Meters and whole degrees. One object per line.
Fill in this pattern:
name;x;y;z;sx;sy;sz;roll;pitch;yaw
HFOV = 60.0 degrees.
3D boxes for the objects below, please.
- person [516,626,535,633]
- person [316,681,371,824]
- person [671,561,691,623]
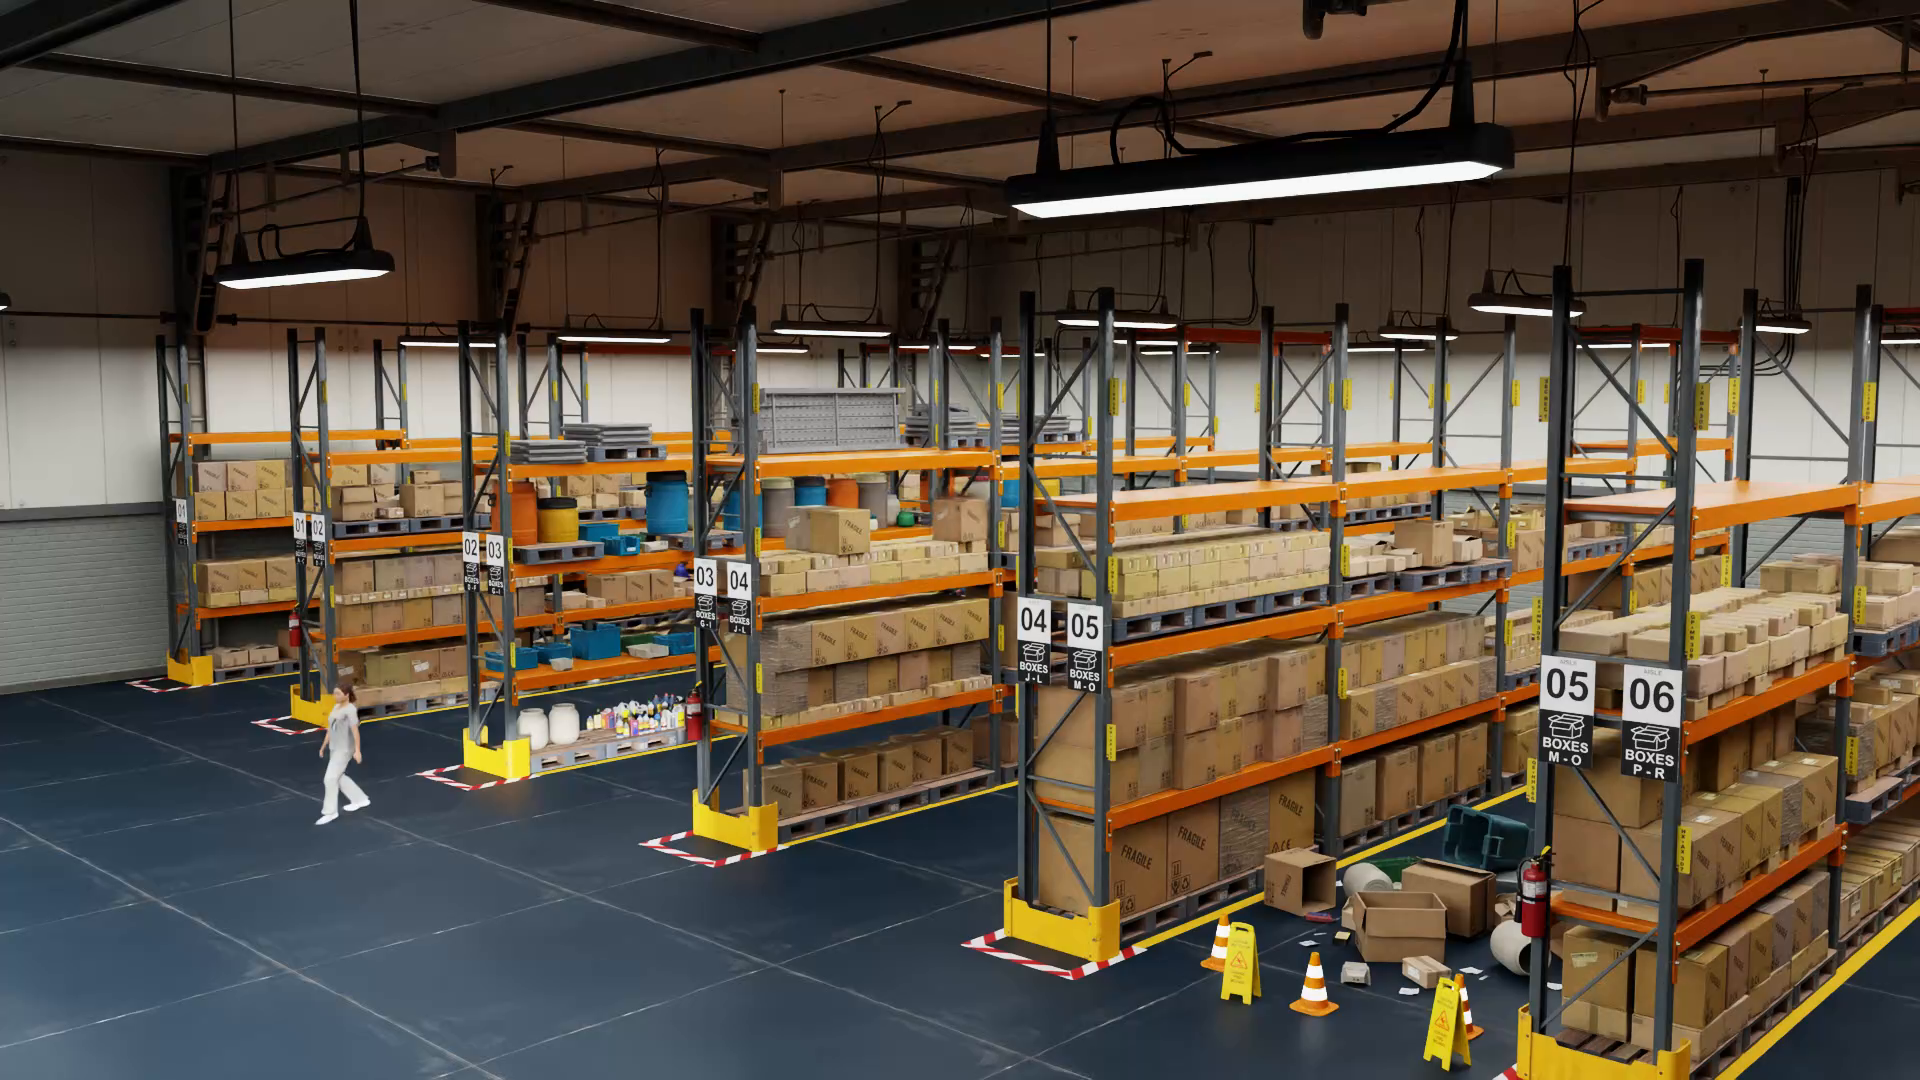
person;-7.891;1.470;29.919;0.617;1.761;0.482;5;7;40
person;-7.344;2.508;19.759;0.515;1.683;0.708;5;7;41
person;-5.816;1.114;34.454;0.459;1.642;0.502;-1;6;-14
